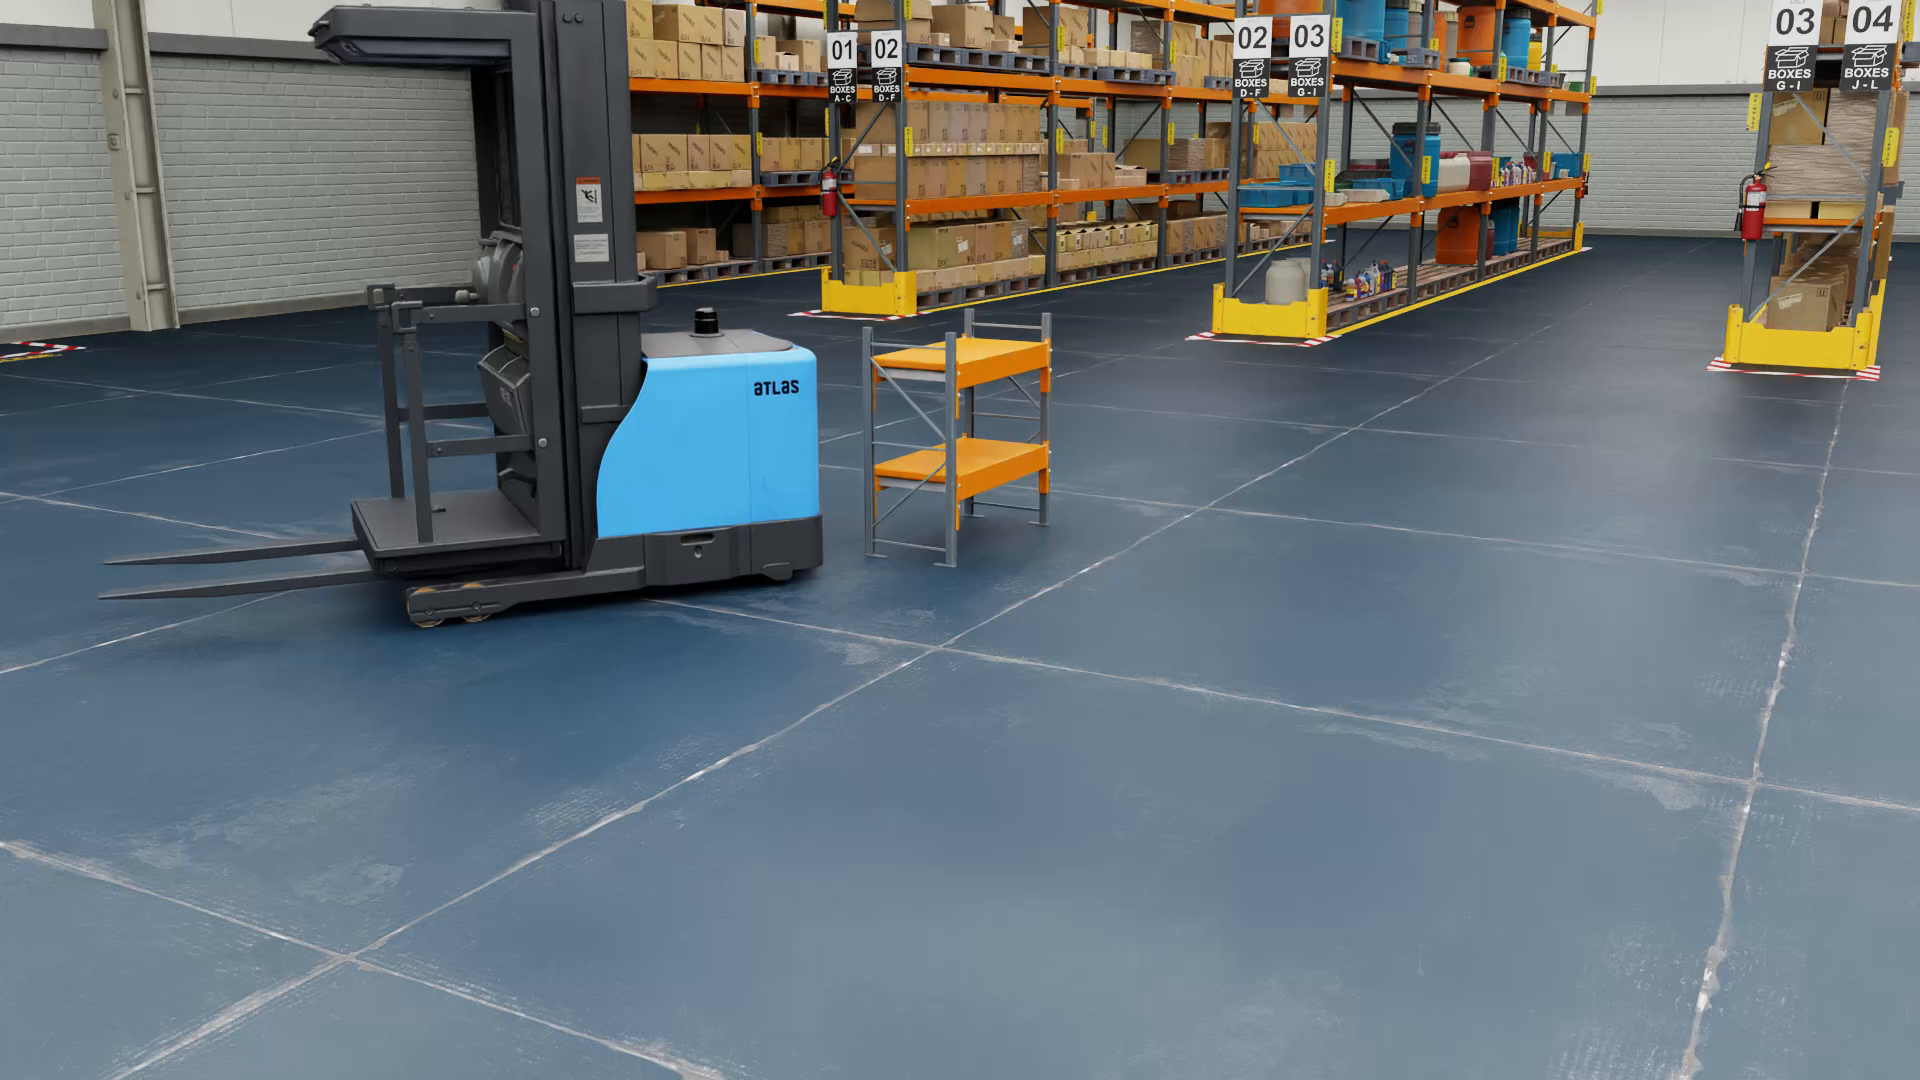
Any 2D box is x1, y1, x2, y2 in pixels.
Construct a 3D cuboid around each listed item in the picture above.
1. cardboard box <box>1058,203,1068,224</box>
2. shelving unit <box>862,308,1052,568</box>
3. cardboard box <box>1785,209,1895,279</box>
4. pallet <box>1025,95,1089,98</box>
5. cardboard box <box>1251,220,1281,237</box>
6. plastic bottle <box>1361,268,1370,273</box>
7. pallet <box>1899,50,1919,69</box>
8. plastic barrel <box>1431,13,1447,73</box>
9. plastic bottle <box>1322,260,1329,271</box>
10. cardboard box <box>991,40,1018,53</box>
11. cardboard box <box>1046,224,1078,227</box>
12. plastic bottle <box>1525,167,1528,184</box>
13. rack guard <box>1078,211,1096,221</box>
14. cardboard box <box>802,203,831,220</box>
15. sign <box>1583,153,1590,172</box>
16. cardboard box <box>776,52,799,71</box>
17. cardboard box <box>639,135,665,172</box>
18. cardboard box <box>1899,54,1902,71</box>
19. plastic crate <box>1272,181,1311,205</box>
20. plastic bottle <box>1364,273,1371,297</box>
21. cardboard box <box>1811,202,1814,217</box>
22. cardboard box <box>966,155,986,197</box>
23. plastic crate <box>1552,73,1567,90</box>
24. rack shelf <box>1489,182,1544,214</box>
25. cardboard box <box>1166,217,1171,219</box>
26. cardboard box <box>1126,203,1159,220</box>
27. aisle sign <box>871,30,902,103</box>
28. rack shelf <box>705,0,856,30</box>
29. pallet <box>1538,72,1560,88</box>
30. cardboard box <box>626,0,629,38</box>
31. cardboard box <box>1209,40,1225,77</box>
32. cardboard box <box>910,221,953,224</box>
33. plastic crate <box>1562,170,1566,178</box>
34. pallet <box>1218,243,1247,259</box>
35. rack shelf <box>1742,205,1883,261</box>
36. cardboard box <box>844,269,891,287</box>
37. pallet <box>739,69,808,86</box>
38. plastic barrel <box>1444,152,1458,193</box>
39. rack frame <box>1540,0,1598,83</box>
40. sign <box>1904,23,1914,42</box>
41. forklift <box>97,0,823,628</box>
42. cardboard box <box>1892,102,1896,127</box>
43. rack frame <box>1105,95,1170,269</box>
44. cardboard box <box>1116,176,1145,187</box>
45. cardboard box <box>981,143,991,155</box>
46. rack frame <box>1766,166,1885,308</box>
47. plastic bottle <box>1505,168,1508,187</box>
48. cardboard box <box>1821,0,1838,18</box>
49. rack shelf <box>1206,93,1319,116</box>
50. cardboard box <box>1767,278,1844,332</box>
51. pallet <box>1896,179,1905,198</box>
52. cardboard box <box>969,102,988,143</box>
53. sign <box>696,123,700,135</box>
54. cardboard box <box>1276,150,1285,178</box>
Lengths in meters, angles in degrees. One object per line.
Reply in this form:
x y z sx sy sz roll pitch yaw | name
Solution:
1.831 -6.752 34.576 0.700 0.500 0.500 7 15 28 | cardboard box
0.003 -0.548 8.407 0.538 1.125 1.048 7 15 28 | shelving unit
11.817 -4.006 22.387 1.225 0.875 0.875 7 15 25 | cardboard box
1.974 -9.282 34.424 1.003 0.211 1.213 7 15 28 | pallet
5.632 -6.025 31.515 0.797 0.503 0.637 7 15 28 | cardboard box
4.902 -3.133 20.002 0.152 0.276 0.135 7 15 28 | plastic bottle
10.422 -5.569 19.235 1.213 0.211 1.003 7 15 28 | pallet
6.226 -6.645 22.382 0.600 0.830 0.708 7 15 28 | plastic barrel
4.442 -3.243 20.300 0.144 0.351 0.185 8 16 30 | plastic bottle
0.517 -6.328 21.322 0.380 0.149 0.250 7 15 28 | cardboard box
1.541 -4.566 24.846 0.500 0.311 0.500 7 15 27 | cardboard box
8.979 -5.824 26.558 0.152 0.276 0.135 7 15 28 | plastic bottle
2.336 -6.810 35.715 1.175 0.500 0.348 7 15 28 | rack guard
-2.421 -5.373 27.214 0.500 0.250 0.500 7 15 28 | cardboard box
11.486 -6.918 30.481 0.100 0.325 0.005 7 15 28 | sign
-2.845 -7.407 25.751 0.500 0.311 0.500 8 16 30 | cardboard box
-4.414 -5.309 22.830 0.500 0.500 0.500 7 15 26 | cardboard box
10.977 -5.749 19.901 0.500 0.250 0.500 8 16 30 | cardboard box
3.561 -3.812 18.263 0.499 0.251 0.408 7 15 28 | plastic crate
4.723 -2.972 19.343 0.097 0.271 0.097 0 14 0 | plastic bottle
7.676 -3.065 15.383 0.380 0.149 0.250 7 15 28 | cardboard box
-0.090 -4.638 21.159 0.700 0.500 0.500 8 16 30 | cardboard box
9.903 -7.696 27.933 0.497 0.269 0.590 7 15 28 | plastic crate
8.096 -5.317 25.724 1.077 0.370 4.000 7 15 28 | rack shelf
3.292 -5.142 27.856 0.500 0.500 0.500 7 15 26 | cardboard box
3.065 -5.412 27.378 0.500 0.250 0.500 8 16 30 | cardboard box
-0.836 -5.393 18.956 0.394 0.787 0.004 7 15 28 | aisle sign
-2.510 -8.341 26.319 1.077 0.370 4.000 7 15 28 | rack shelf
8.769 -7.272 26.299 1.213 0.211 1.003 7 15 28 | pallet
-4.725 -6.889 21.919 0.500 0.500 0.500 7 15 27 | cardboard box
4.117 -8.164 28.275 0.600 0.600 0.600 7 15 27 | cardboard box
-0.360 -3.862 21.524 0.500 0.500 0.500 7 15 28 | cardboard box
10.608 -6.553 29.750 0.396 0.136 0.243 7 15 28 | plastic crate
4.368 -5.112 29.289 1.003 0.211 1.213 7 15 28 | pallet
8.564 -3.115 16.588 1.077 0.370 4.000 7 15 28 | rack shelf
-1.072 -3.188 20.329 0.500 0.250 0.500 7 15 28 | cardboard box
-3.085 -7.040 25.335 1.213 0.211 1.003 7 15 28 | pallet
6.414 -4.913 22.221 0.433 0.535 0.433 0 14 0 | plastic barrel
10.996 -9.814 30.042 1.000 3.000 0.127 7 15 28 | rack frame
11.939 -6.343 20.941 0.100 0.325 0.005 7 15 28 | sign
-2.200 -1.197 7.244 3.031 2.935 1.130 -6 15 -24 | forklift
9.555 -4.431 17.529 0.500 0.500 0.500 7 15 28 | cardboard box
2.795 -5.819 26.268 1.000 3.000 0.127 7 15 28 | rack frame
2.602 -5.481 25.402 0.380 0.149 0.250 7 15 28 | cardboard box
0.176 -4.967 21.137 0.380 0.149 0.250 8 16 30 | cardboard box
9.531 -3.875 18.206 1.000 3.000 0.127 7 15 28 | rack frame
8.260 -5.504 25.237 0.097 0.271 0.097 0 14 0 | plastic bottle
7.687 -4.766 14.970 0.380 0.149 0.250 7 15 26 | cardboard box
5.695 -8.158 31.107 1.077 0.370 4.000 7 15 28 | rack shelf
7.914 -2.169 15.569 0.500 0.500 0.500 11 17 38 | cardboard box
11.214 -4.444 20.976 1.213 0.211 1.003 7 15 28 | pallet
-0.076 -5.277 21.039 0.700 0.500 0.500 7 15 28 | cardboard box
-3.965 -6.183 25.311 0.100 0.325 0.005 7 15 28 | sign
5.702 -6.969 30.828 0.500 0.500 0.500 7 15 28 | cardboard box
